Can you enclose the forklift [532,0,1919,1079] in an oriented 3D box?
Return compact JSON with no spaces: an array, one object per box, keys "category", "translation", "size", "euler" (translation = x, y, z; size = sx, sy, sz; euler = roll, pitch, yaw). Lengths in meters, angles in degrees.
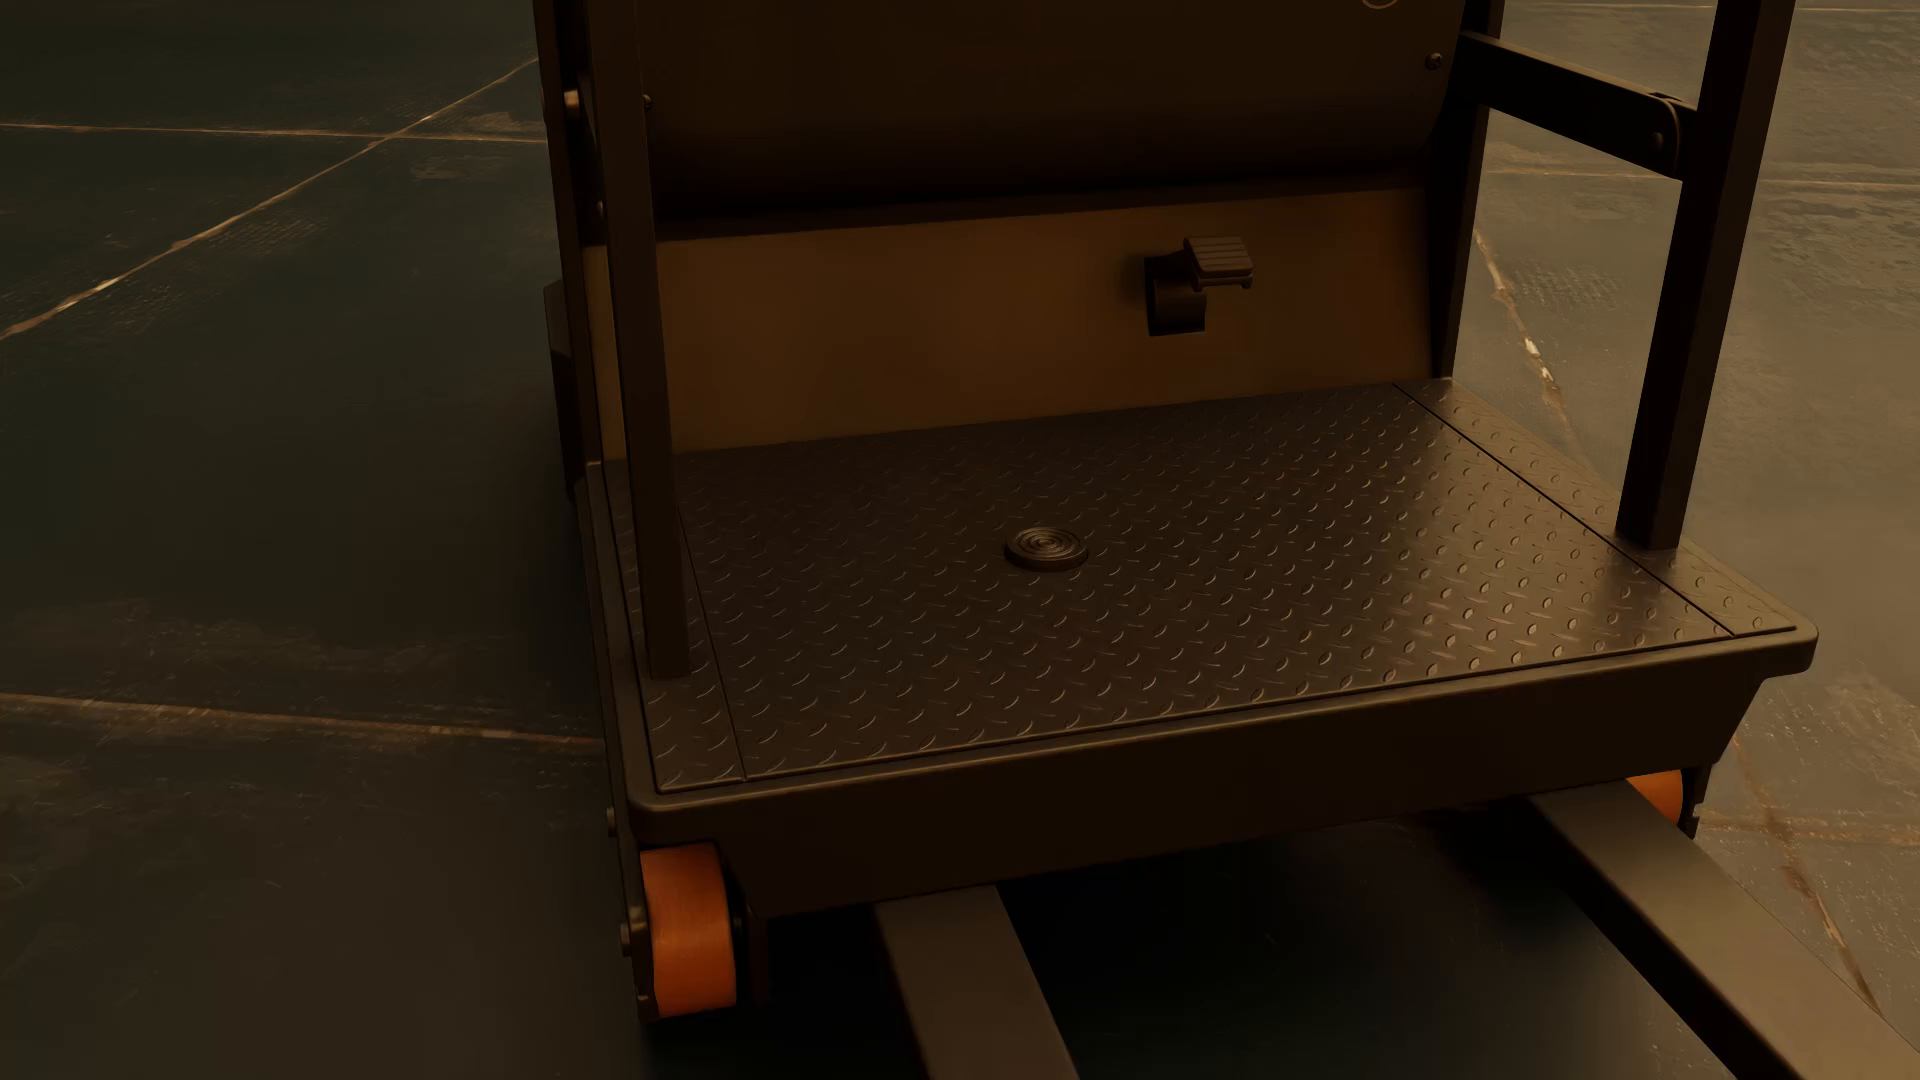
[{"category":"forklift","translation":[0.153,-1.049,1.319],"size":[1.130,2.935,3.031],"euler":[-7,27,-13]}]
